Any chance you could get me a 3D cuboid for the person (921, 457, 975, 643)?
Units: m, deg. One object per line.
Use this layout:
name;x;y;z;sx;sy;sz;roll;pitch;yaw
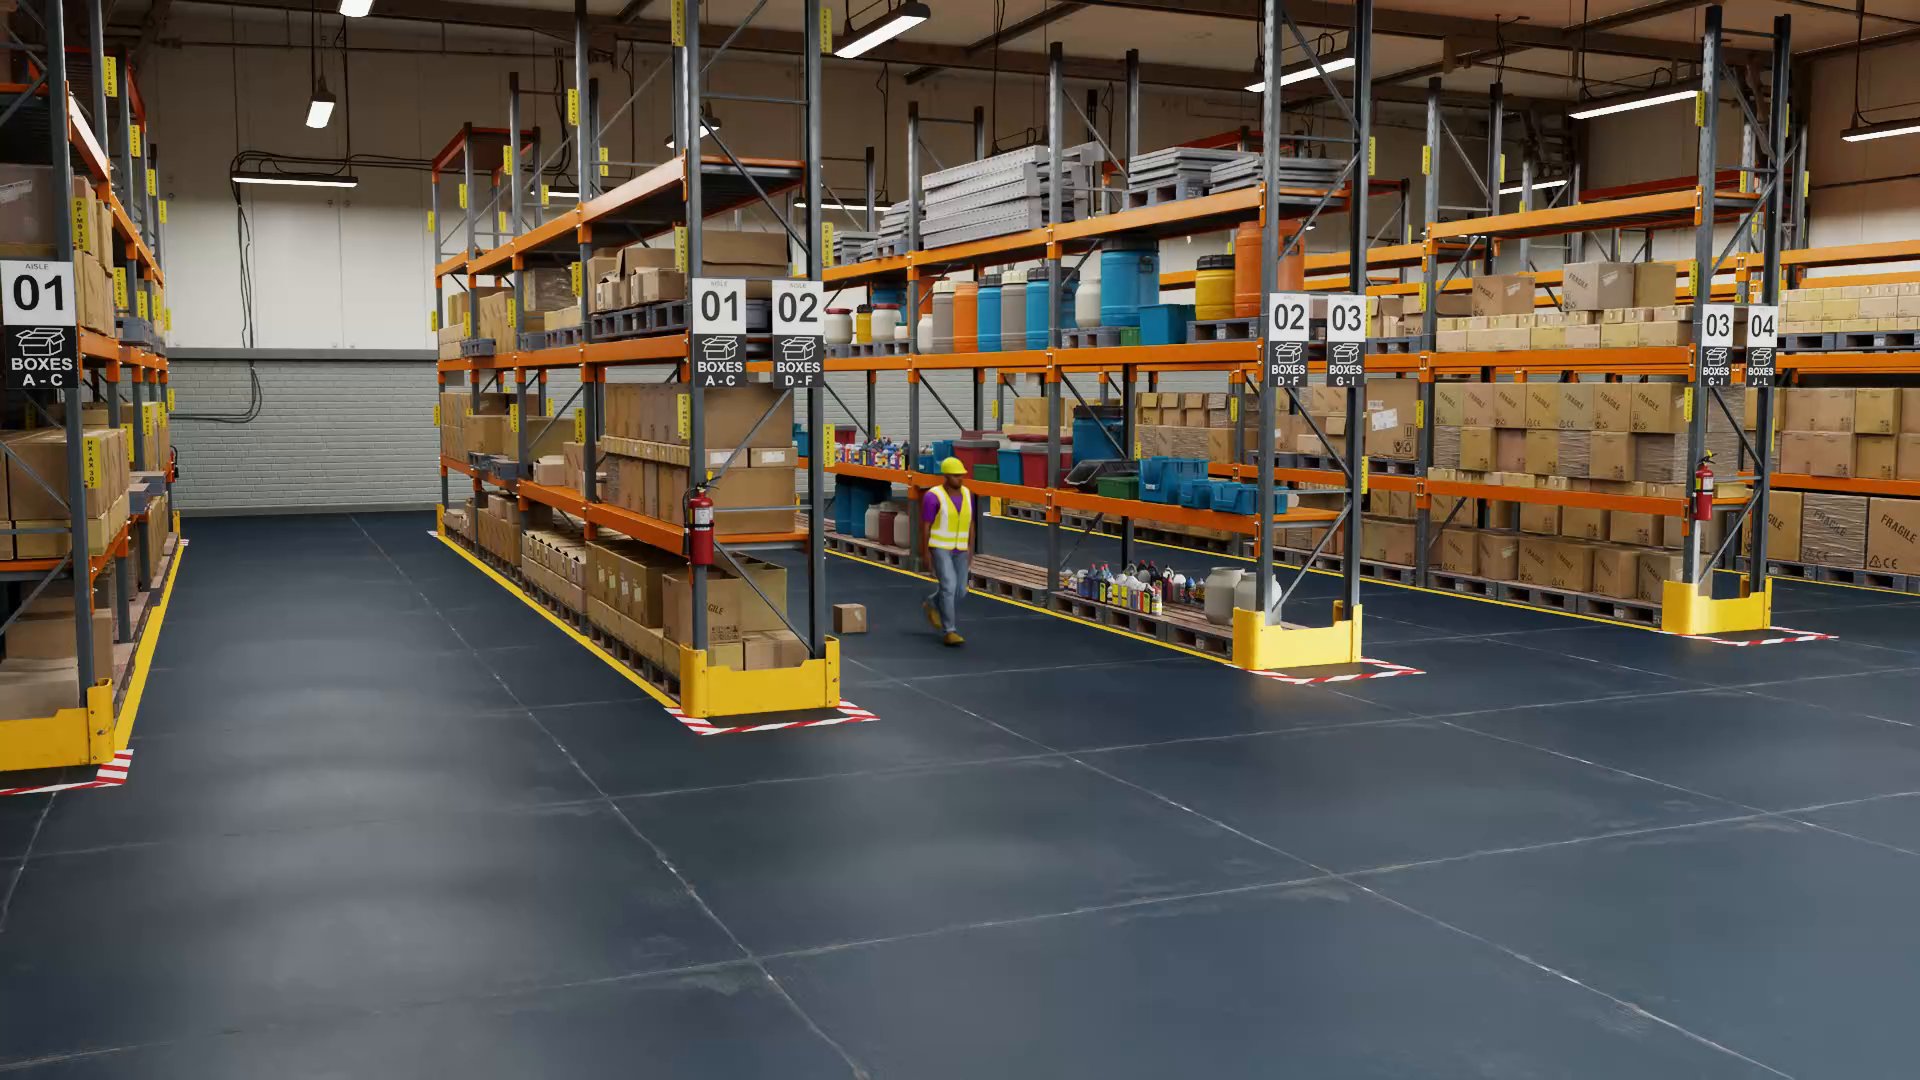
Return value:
person;-0.142;0.082;15.738;0.577;1.741;0.838;-4;7;-36
